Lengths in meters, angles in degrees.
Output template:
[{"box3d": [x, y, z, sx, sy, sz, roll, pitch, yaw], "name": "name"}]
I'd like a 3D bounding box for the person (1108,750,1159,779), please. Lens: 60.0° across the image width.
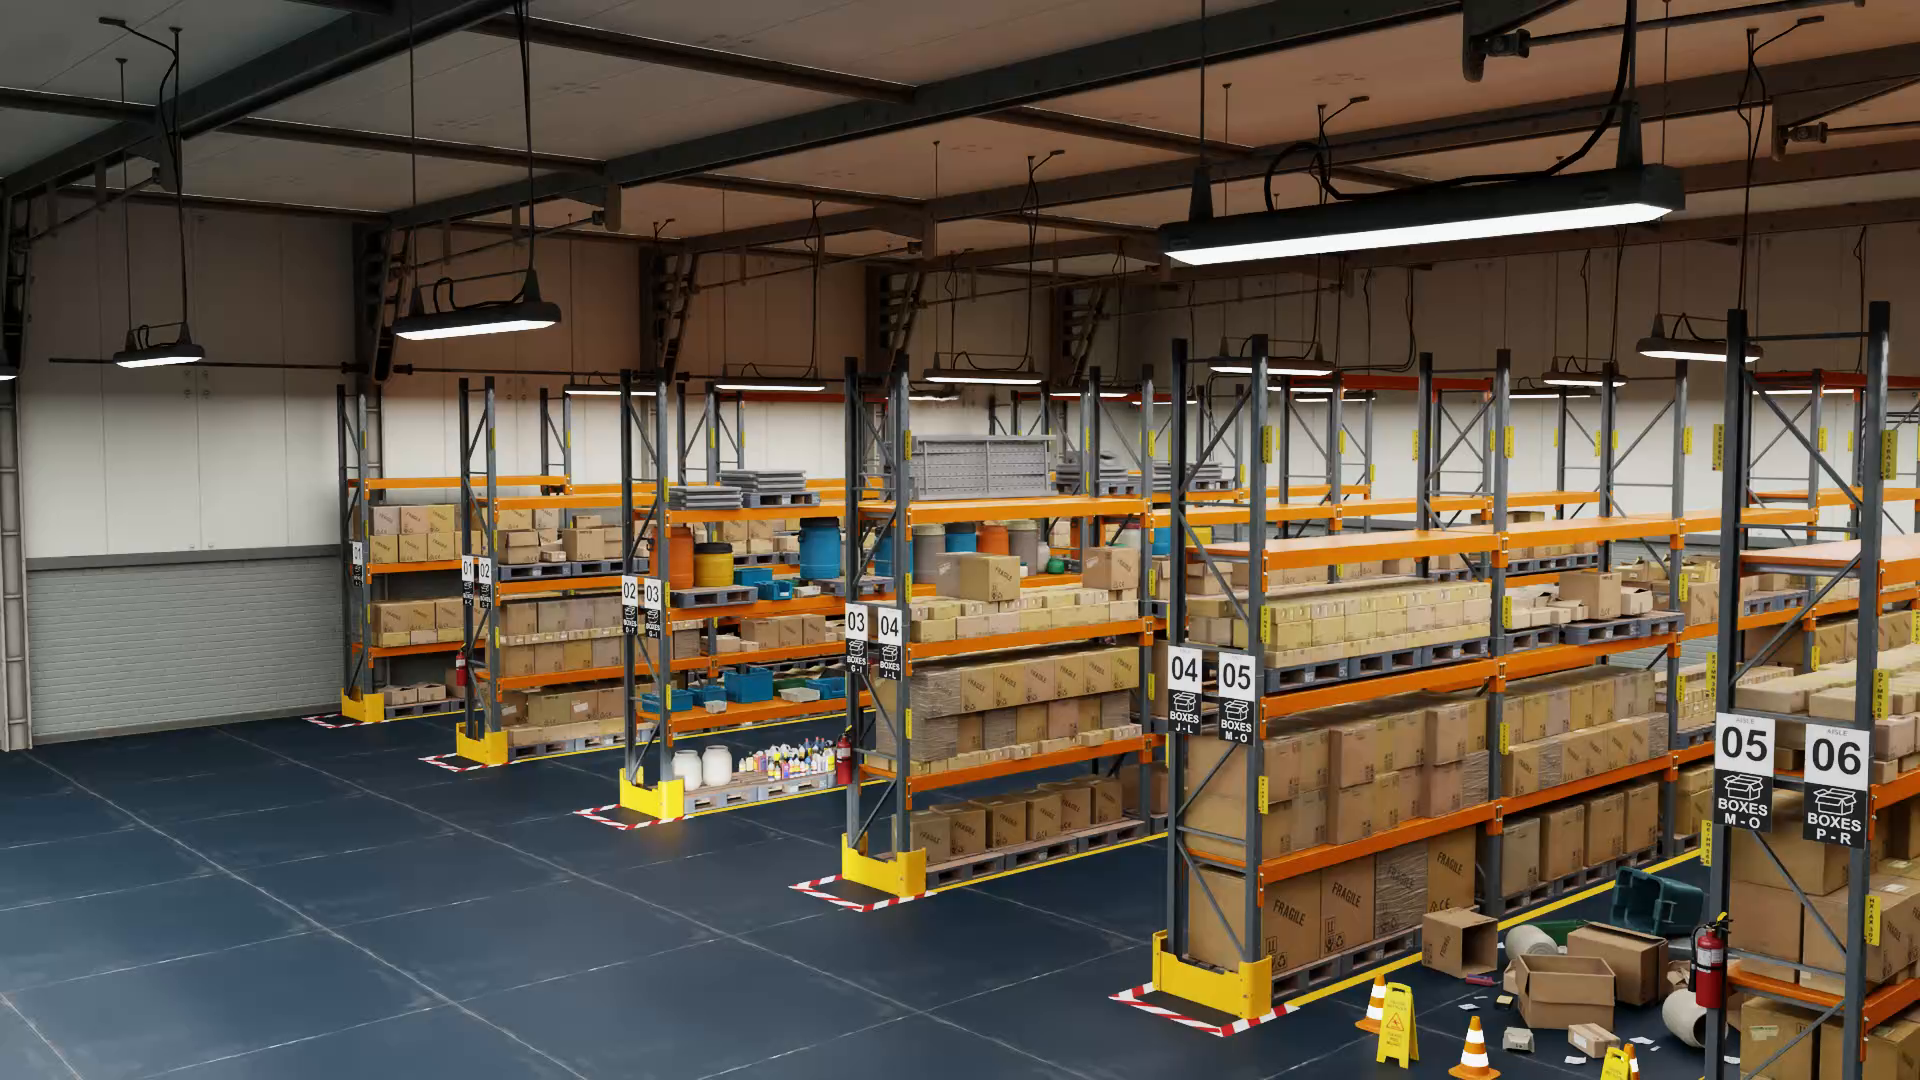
[{"box3d": [2.466, 2.745, 23.988, 0.620, 1.727, 1.127, 4, 5, 45], "name": "person"}]
